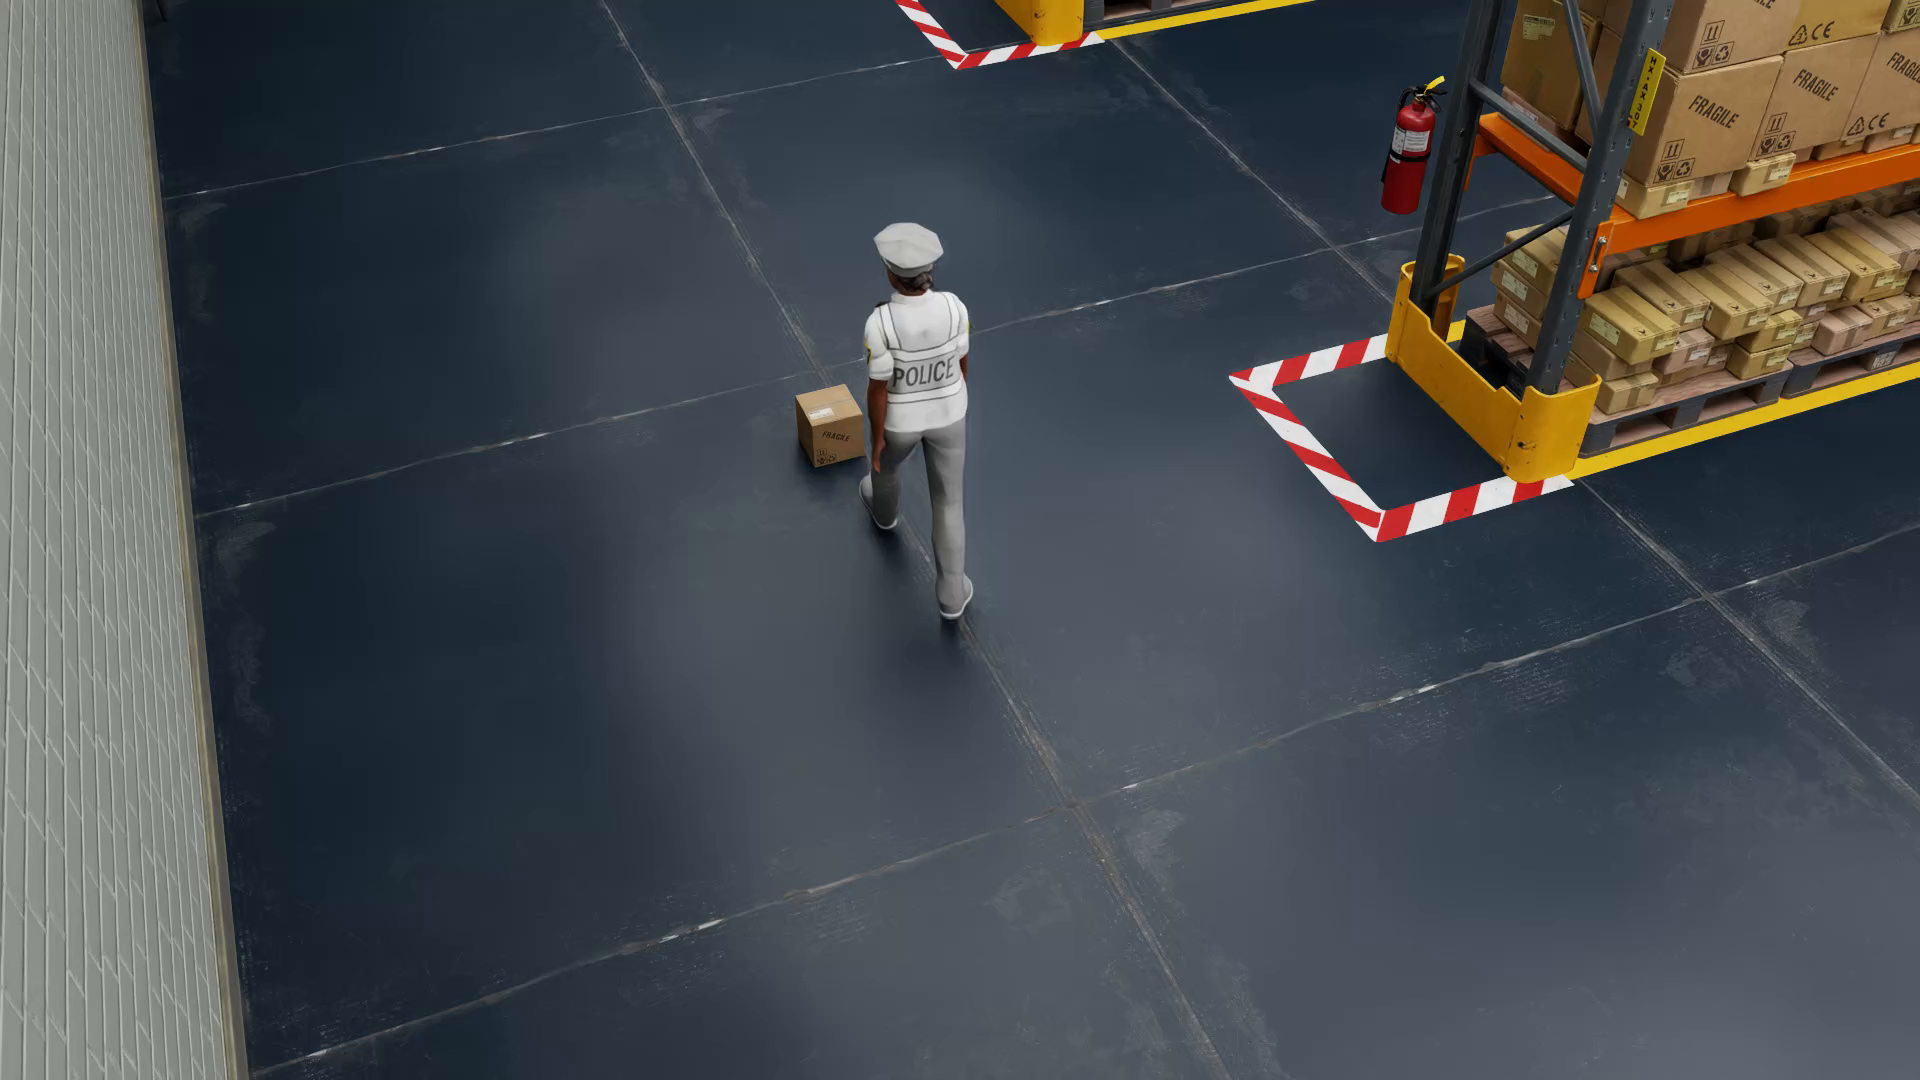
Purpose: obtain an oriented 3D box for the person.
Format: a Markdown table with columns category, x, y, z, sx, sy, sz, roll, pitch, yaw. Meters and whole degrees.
| category | x | y | z | sx | sy | sz | roll | pitch | yaw |
| --- | --- | --- | --- | --- | --- | --- | --- | --- | --- |
| person | -0.178 | -0.527 | 6.739 | 0.434 | 1.621 | 0.939 | -6 | 42 | -7 |
